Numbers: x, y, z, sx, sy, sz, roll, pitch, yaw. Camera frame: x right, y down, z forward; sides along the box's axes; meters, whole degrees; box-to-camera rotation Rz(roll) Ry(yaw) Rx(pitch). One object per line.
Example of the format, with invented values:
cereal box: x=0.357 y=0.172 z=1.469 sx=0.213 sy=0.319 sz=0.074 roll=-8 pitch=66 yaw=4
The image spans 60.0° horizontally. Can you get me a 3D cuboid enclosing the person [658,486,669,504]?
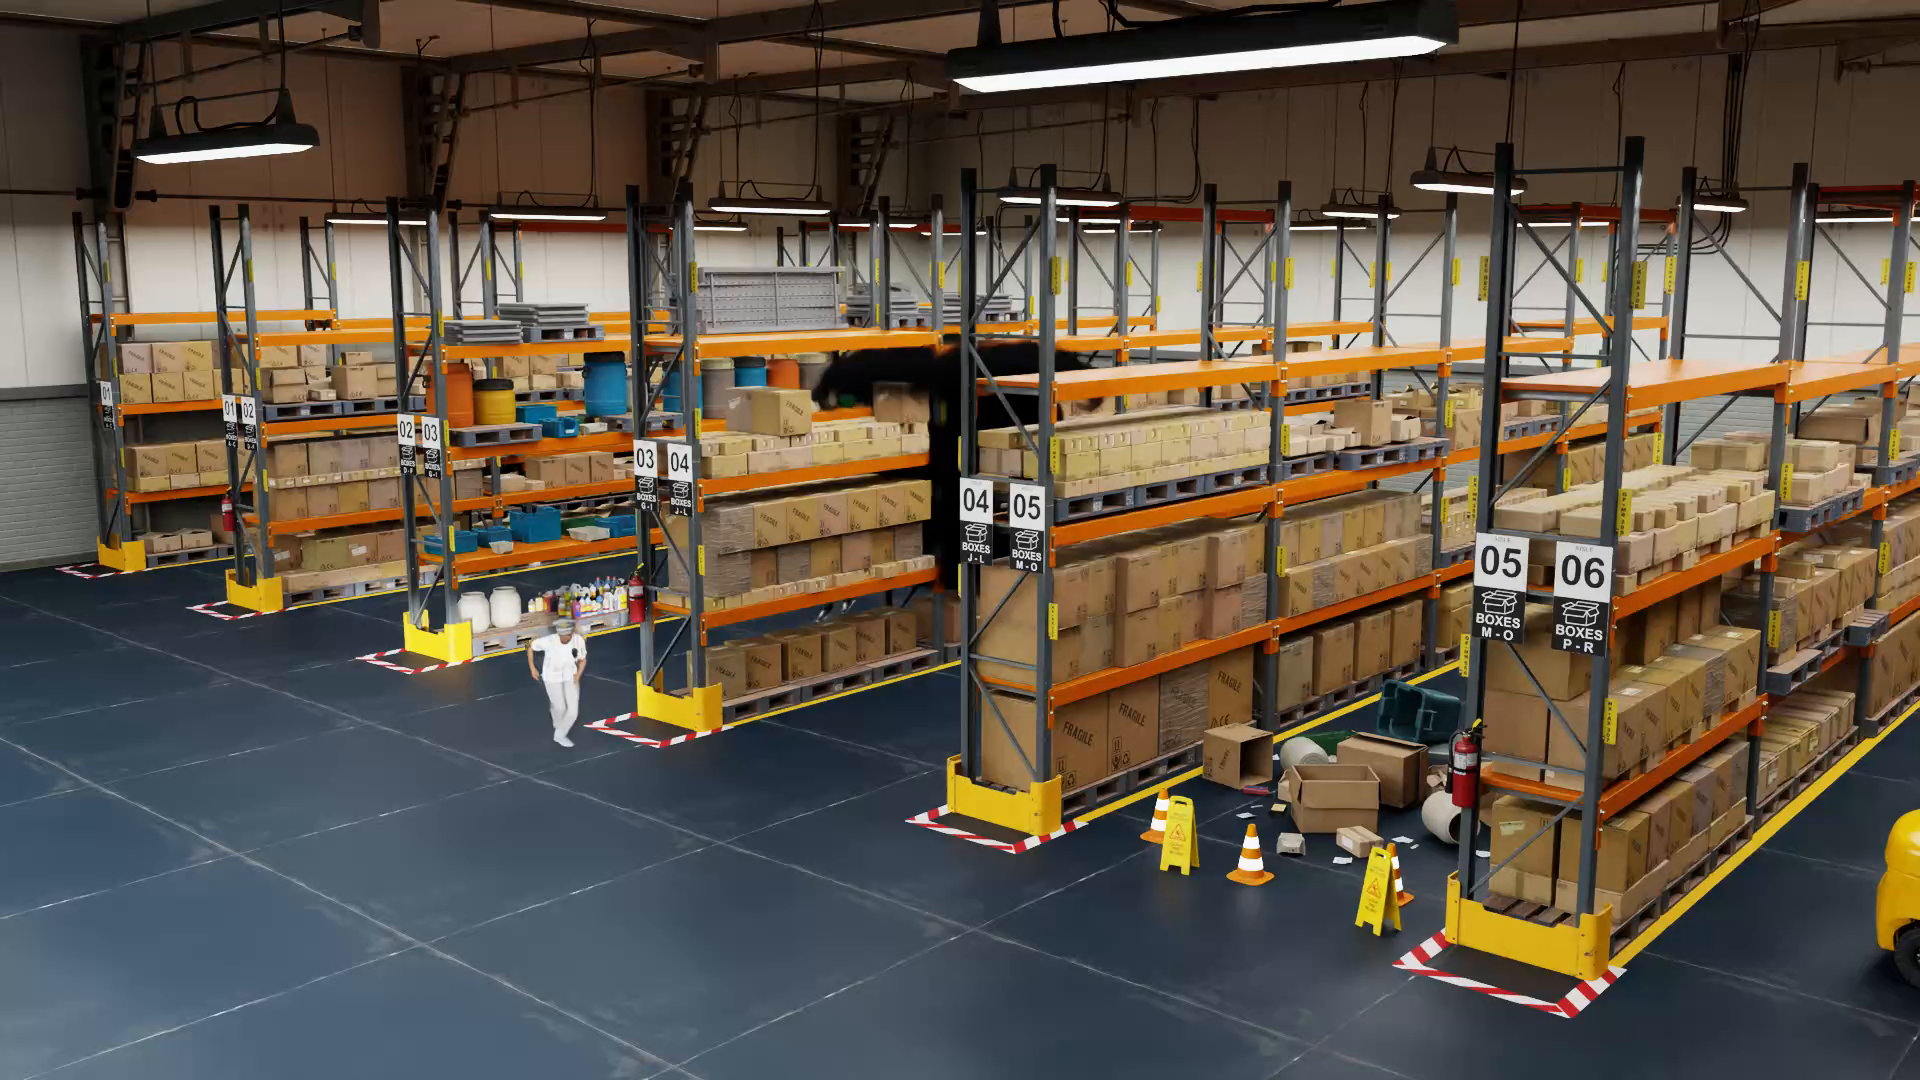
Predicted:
person: x=-6.021 y=-1.335 z=34.447 sx=0.696 sy=1.693 sz=1.024 roll=5 pitch=11 yaw=29

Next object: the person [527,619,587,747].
person: x=-4.287 y=1.526 z=17.739 sx=0.593 sy=1.476 sz=0.776 roll=-4 pitch=10 yaw=-25

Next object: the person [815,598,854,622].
person: x=-1.734 y=0.264 z=22.911 sx=0.510 sy=1.619 sz=0.792 roll=8 pitch=13 yaw=41
